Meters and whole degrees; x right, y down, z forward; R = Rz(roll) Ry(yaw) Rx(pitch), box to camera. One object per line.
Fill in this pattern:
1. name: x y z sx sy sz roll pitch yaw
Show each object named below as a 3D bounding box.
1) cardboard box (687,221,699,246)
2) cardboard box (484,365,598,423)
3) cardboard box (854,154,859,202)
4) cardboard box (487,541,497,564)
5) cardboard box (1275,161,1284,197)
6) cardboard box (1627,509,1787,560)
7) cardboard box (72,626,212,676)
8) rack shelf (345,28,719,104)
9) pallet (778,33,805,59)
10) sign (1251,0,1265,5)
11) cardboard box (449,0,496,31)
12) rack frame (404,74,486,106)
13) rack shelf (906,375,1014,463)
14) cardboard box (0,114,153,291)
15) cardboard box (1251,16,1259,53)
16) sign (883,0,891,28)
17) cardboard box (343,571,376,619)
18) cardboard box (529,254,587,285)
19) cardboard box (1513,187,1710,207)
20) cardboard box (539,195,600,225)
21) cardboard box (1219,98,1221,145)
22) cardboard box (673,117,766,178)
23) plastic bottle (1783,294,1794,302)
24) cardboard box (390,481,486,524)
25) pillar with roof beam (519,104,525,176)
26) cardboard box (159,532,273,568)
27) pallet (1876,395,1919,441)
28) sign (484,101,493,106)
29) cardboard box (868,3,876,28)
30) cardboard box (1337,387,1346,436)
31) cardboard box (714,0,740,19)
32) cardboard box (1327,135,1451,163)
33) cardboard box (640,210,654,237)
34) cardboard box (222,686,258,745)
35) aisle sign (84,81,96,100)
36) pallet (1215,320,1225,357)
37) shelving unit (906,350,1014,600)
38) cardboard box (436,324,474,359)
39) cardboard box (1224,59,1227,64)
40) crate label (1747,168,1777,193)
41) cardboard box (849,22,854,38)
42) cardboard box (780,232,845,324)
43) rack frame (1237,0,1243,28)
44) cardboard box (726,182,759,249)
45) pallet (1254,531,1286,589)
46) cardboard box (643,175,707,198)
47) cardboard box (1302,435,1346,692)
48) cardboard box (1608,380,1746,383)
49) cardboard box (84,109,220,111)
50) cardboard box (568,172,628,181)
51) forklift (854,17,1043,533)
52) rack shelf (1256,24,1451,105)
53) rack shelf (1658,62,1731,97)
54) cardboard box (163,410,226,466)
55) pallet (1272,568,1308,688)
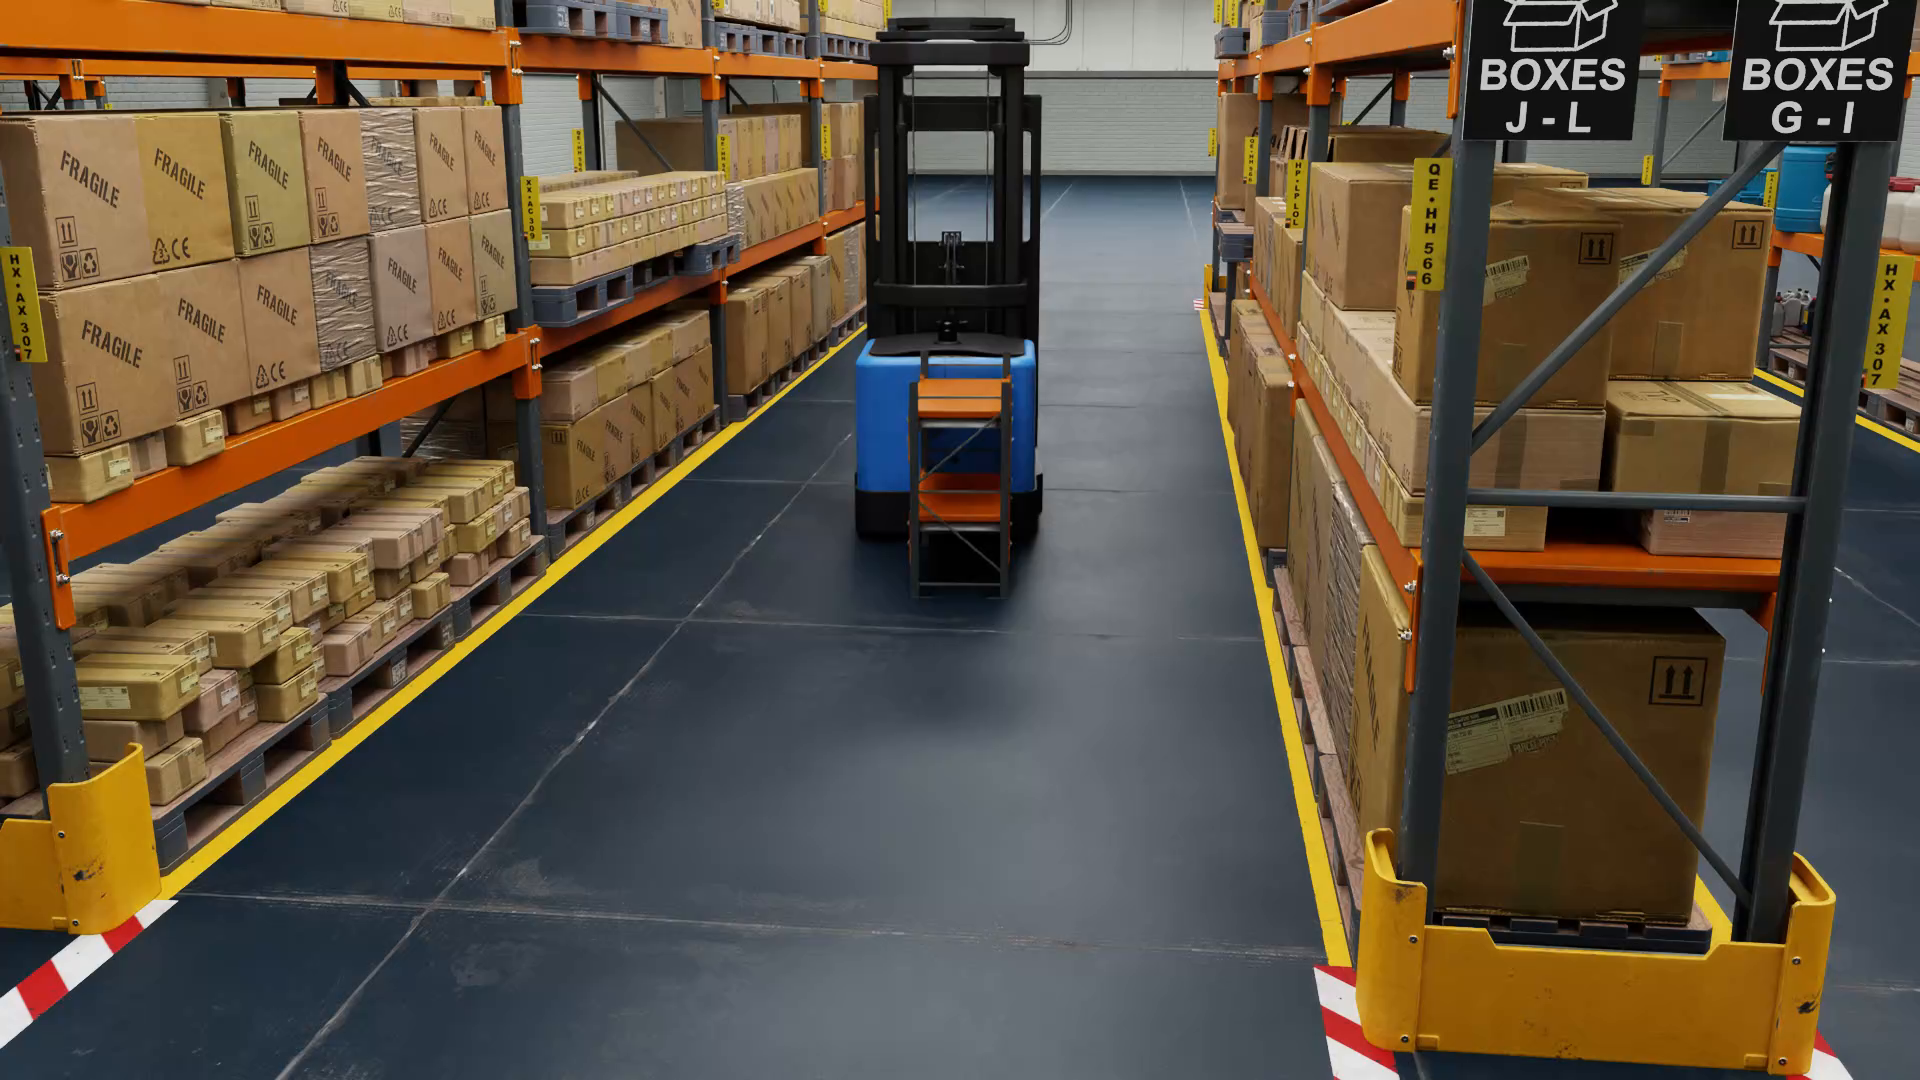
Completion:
1. cardboard box: -1.991 -2.085 11.303 0.380 0.149 0.250 1 15 6
2. cardboard box: -2.407 -0.845 9.589 0.500 0.250 0.500 1 15 4
3. cardboard box: -1.624 -4.106 18.811 0.875 0.550 0.550 2 15 6
4. cardboard box: -2.571 0.047 8.399 0.380 0.149 0.250 2 15 8
5. cardboard box: 2.637 -2.561 12.389 0.500 0.500 0.500 0 15 -1
6. cardboard box: 2.081 -0.055 4.599 0.380 0.149 0.250 2 15 7
7. cardboard box: -2.896 0.420 5.881 0.380 0.149 0.250 2 15 7
8. rack shelf: -2.527 -2.923 10.356 1.077 0.370 4.000 2 15 6
9. pallet: -1.905 -4.494 15.157 0.805 0.209 1.217 1 15 4
10. sign: 2.076 -3.882 11.537 0.100 0.325 0.005 2 15 6
11. cardboard box: -2.540 -2.544 7.863 0.500 0.250 0.500 2 15 8
12. rack frame: -6.329 -4.535 20.687 1.000 3.000 0.127 2 15 6
13. rack shelf: 0.014 -0.655 8.809 0.538 0.278 1.000 0 15 2
14. cardboard box: -2.890 -1.049 5.118 0.500 0.500 0.500 2 15 6
15. cardboard box: 2.468 -3.804 12.523 0.500 0.250 0.500 2 15 6
16. sign: -0.861 -6.233 19.676 0.100 0.325 0.005 2 15 6
17. cardboard box: -2.761 0.224 7.174 0.380 0.149 0.250 2 15 9
18. cardboard box: -2.251 -1.473 9.041 0.380 0.149 0.250 1 15 4
19. cardboard box: 2.144 -0.907 5.552 0.500 0.500 0.500 1 15 5
20. cardboard box: -2.226 -1.833 9.231 0.380 0.149 0.250 2 15 8
21. cardboard box: 3.067 -4.524 17.969 0.500 0.500 0.500 2 15 6
22. cardboard box: -2.072 -3.385 14.326 0.700 0.500 0.500 2 15 6
23. plastic bottle: 8.596 -2.405 17.185 0.152 0.276 0.135 1 15 5
24. cardboard box: -2.545 -0.185 8.116 0.380 0.149 0.250 2 15 6
25. pillar with roof beam: -5.927 -11.964 36.668 9.100 9.000 0.400 2 15 6
26. cardboard box: -3.199 0.071 7.171 0.380 0.149 0.250 2 15 7
27. pallet: 7.663 -0.876 12.498 1.003 0.211 1.213 2 15 6
28. sign: -5.779 -5.225 20.415 0.100 0.325 0.005 2 15 6
29. cardboard box: -1.234 -5.921 18.787 0.500 0.250 0.500 2 15 6
30. cardboard box: 1.598 -0.471 6.138 0.380 0.149 0.250 2 15 7
31. cardboard box: -2.001 -4.178 12.794 0.500 0.311 0.500 2 15 6
32. cardboard box: 2.228 -1.829 8.567 0.797 0.503 0.637 1 15 5
33. cardboard box: -2.108 -1.957 10.261 0.380 0.149 0.250 1 15 5
34. cardboard box: -2.858 0.646 6.182 0.380 0.149 0.250 2 15 7
35. aisle sign: -10.962 -5.944 20.916 0.394 0.787 0.004 2 15 6
36. pallet: 3.107 -2.035 16.783 1.003 0.211 1.213 2 15 6
37. shelving unit: 0.014 -0.373 8.885 0.538 1.125 1.048 0 15 2
38. cardboard box: -2.563 -0.963 7.960 0.380 0.149 0.250 2 15 8
39. cardboard box: 3.095 -5.239 17.832 0.500 0.250 0.500 2 15 6
40. crate label: 8.500 -3.629 17.269 0.502 0.435 0.616 2 15 6
41. cardboard box: -1.330 -5.371 17.516 0.380 0.149 0.250 2 15 6
42. cardboard box: -1.710 -2.716 17.227 0.875 0.875 0.875 2 15 7
43. rack frame: 3.067 -6.102 14.988 1.000 3.000 0.127 2 15 6
44. cardboard box: -1.928 -2.629 13.448 0.500 0.500 0.500 2 15 6
45. pallet: 2.176 0.013 9.210 1.003 0.211 1.213 2 15 6
46. cardboard box: -1.961 -2.436 11.460 0.380 0.149 0.250 2 15 8
47. cardboard box: 1.909 0.094 6.833 0.875 0.875 0.875 2 15 6
48. cardboard box: 2.087 -0.416 5.172 0.500 0.250 0.500 2 15 6
49. cardboard box: -3.236 -1.470 6.676 0.500 0.500 0.500 1 15 4
50. cardboard box: -2.574 -2.525 11.792 0.380 0.149 0.250 1 15 5
51. forklift: -0.036 -1.781 10.634 1.130 2.935 3.031 0 15 2
52. rack shelf: 2.390 -2.750 9.719 1.077 0.370 4.000 2 15 6
53. rack shelf: 8.214 -4.679 16.852 1.077 0.370 4.000 2 15 6
54. cardboard box: -2.771 -0.354 5.707 0.380 0.149 0.250 1 15 5
55. pallet: 2.000 0.410 7.741 1.003 0.211 1.213 2 15 6
